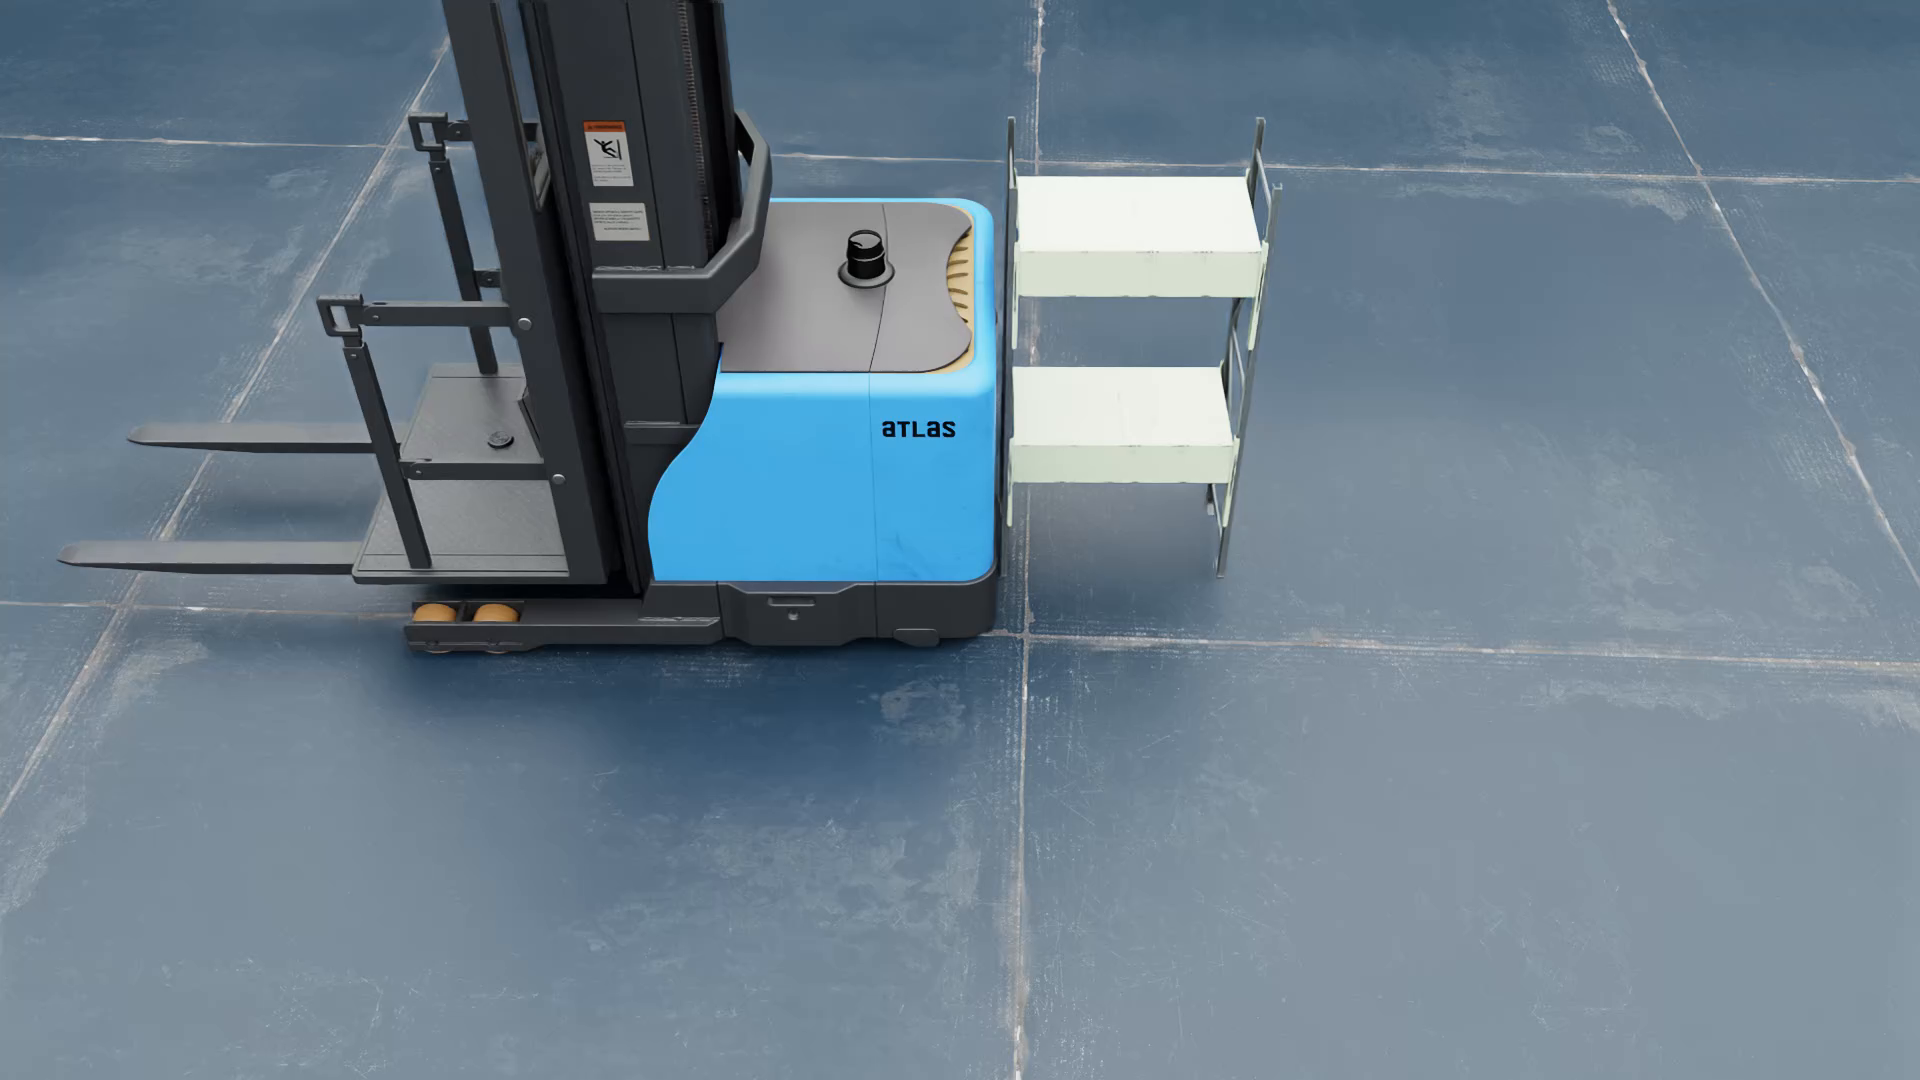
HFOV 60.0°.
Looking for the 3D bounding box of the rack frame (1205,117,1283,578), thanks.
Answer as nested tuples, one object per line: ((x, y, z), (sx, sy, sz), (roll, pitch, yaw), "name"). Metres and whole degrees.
((0.881, -0.556, 5.247), (0.023, 1.500, 0.400), (0, 43, 0), "rack frame")

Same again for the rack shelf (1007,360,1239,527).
((0.515, -0.319, 5.470), (0.720, 0.370, 0.431), (0, 43, 0), "rack shelf")

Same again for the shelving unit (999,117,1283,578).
((0.515, -0.557, 5.248), (0.755, 1.500, 0.431), (0, 43, 0), "shelving unit")

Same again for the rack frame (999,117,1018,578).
((0.149, -0.558, 5.249), (0.023, 1.500, 0.400), (0, 43, 0), "rack frame")

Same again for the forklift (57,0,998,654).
((-1.397, -1.069, 4.747), (3.031, 2.935, 1.130), (0, 43, 0), "forklift")

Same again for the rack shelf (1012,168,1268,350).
((0.515, -0.843, 4.982), (0.720, 0.370, 0.431), (0, 43, 0), "rack shelf")
